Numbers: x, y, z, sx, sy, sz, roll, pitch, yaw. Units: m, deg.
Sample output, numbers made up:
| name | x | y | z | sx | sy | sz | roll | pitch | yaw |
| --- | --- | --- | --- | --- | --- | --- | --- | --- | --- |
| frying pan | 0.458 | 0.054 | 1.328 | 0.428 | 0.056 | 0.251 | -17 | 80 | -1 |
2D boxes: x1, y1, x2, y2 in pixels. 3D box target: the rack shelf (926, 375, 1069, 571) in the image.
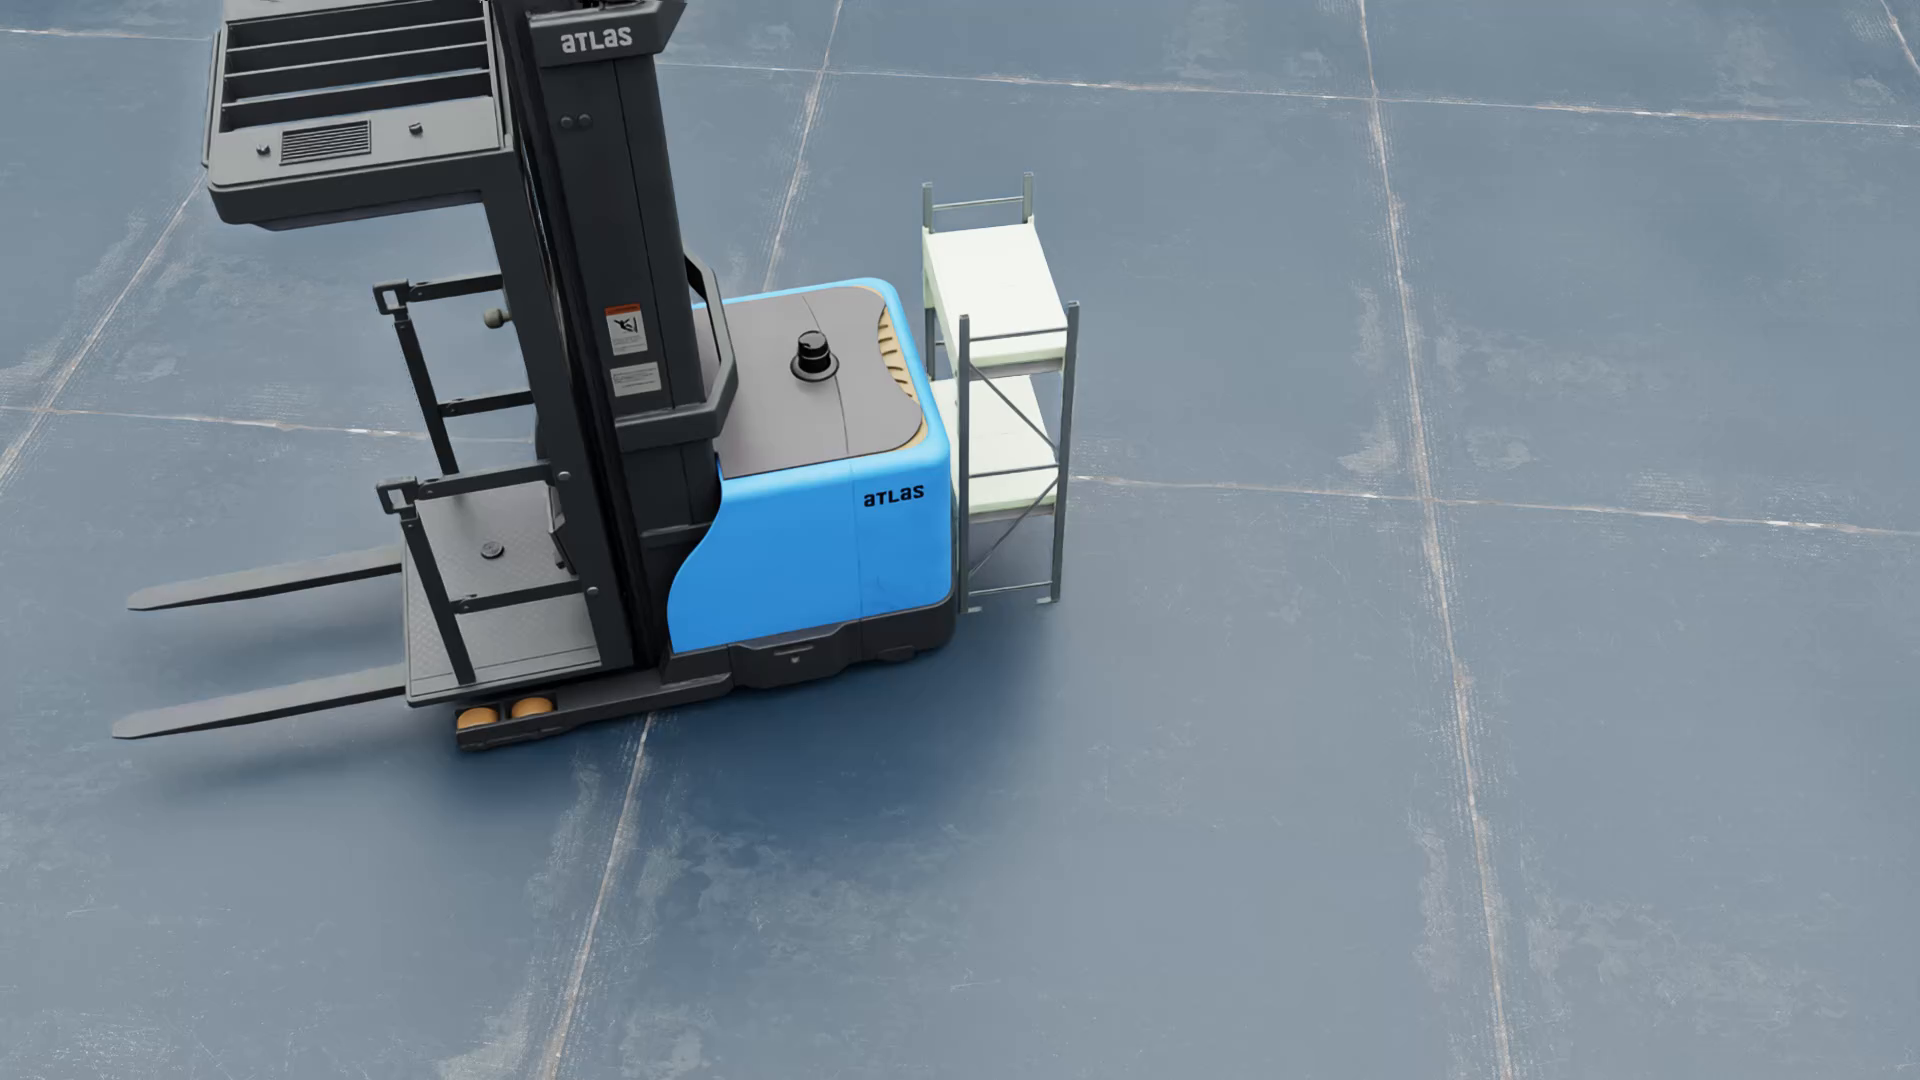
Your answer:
| name | x | y | z | sx | sy | sz | roll | pitch | yaw |
| --- | --- | --- | --- | --- | --- | --- | --- | --- | --- |
| rack shelf | 0.129 | -0.292 | 6.468 | 0.431 | 0.370 | 0.720 | -8 | 48 | -7 |

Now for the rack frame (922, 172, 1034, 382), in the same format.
| name | x | y | z | sx | sy | sz | roll | pitch | yaw |
| --- | --- | --- | --- | --- | --- | --- | --- | --- | --- |
| rack frame | 0.064 | -0.777 | 6.471 | 0.400 | 1.500 | 0.023 | -8 | 48 | -7 |

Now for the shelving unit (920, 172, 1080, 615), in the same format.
| name | x | y | z | sx | sy | sz | roll | pitch | yaw |
| --- | --- | --- | --- | --- | --- | --- | --- | --- | --- |
| shelving unit | 0.129 | -0.512 | 6.228 | 0.431 | 1.500 | 0.755 | -8 | 48 | -7 |

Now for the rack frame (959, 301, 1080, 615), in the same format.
| name | x | y | z | sx | sy | sz | roll | pitch | yaw |
| --- | --- | --- | --- | --- | --- | --- | --- | --- | --- |
| rack frame | 0.194 | -0.246 | 5.984 | 0.400 | 1.500 | 0.023 | -8 | 48 | -7 |

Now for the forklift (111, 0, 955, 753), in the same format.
| name | x | y | z | sx | sy | sz | roll | pitch | yaw |
| --- | --- | --- | --- | --- | --- | --- | --- | --- | --- |
| forklift | -1.593 | -0.656 | 5.389 | 3.031 | 2.935 | 1.130 | -10 | 48 | -9 |

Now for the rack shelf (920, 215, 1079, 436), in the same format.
| name | x | y | z | sx | sy | sz | roll | pitch | yaw |
| --- | --- | --- | --- | --- | --- | --- | --- | --- | --- |
| rack shelf | 0.129 | -0.775 | 5.940 | 0.431 | 0.370 | 0.720 | -8 | 48 | -7 |
